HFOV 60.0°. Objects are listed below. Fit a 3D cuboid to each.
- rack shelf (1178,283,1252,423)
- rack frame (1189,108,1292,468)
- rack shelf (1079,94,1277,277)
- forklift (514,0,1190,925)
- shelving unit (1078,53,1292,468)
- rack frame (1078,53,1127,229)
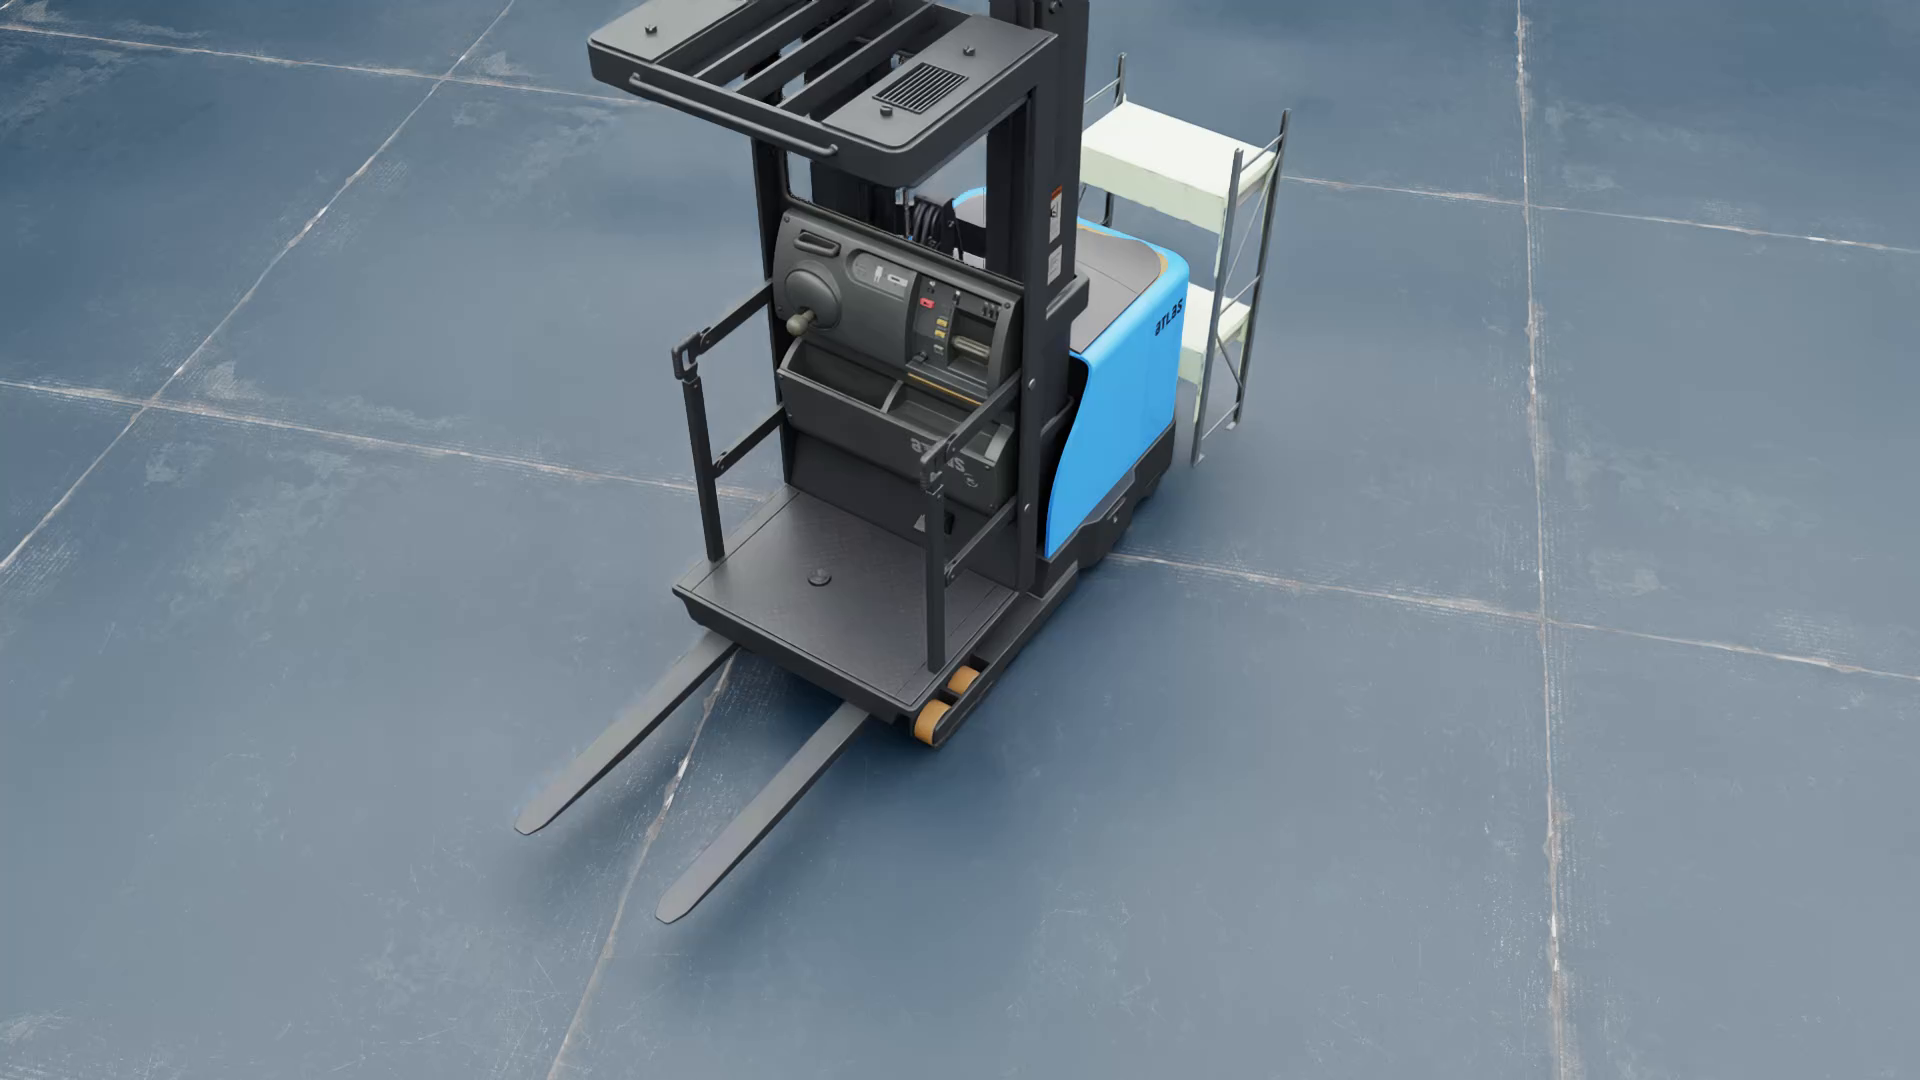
[{"bbox_3d":[0.814,-0.881,7.046,0.720,0.370,0.431,27,49,25],"label":"rack shelf"},{"bbox_3d":[1.113,-0.969,6.668,0.023,1.500,0.400,27,49,25],"label":"rack frame"},{"bbox_3d":[0.825,-1.406,6.559,0.720,0.370,0.431,27,49,25],"label":"rack shelf"},{"bbox_3d":[-0.346,-0.697,5.361,1.130,2.935,3.031,25,49,24],"label":"forklift"},{"bbox_3d":[0.819,-1.120,6.824,0.755,1.500,0.431,27,49,25],"label":"shelving unit"},{"bbox_3d":[0.525,-1.271,6.981,0.023,1.500,0.400,27,49,25],"label":"rack frame"}]
